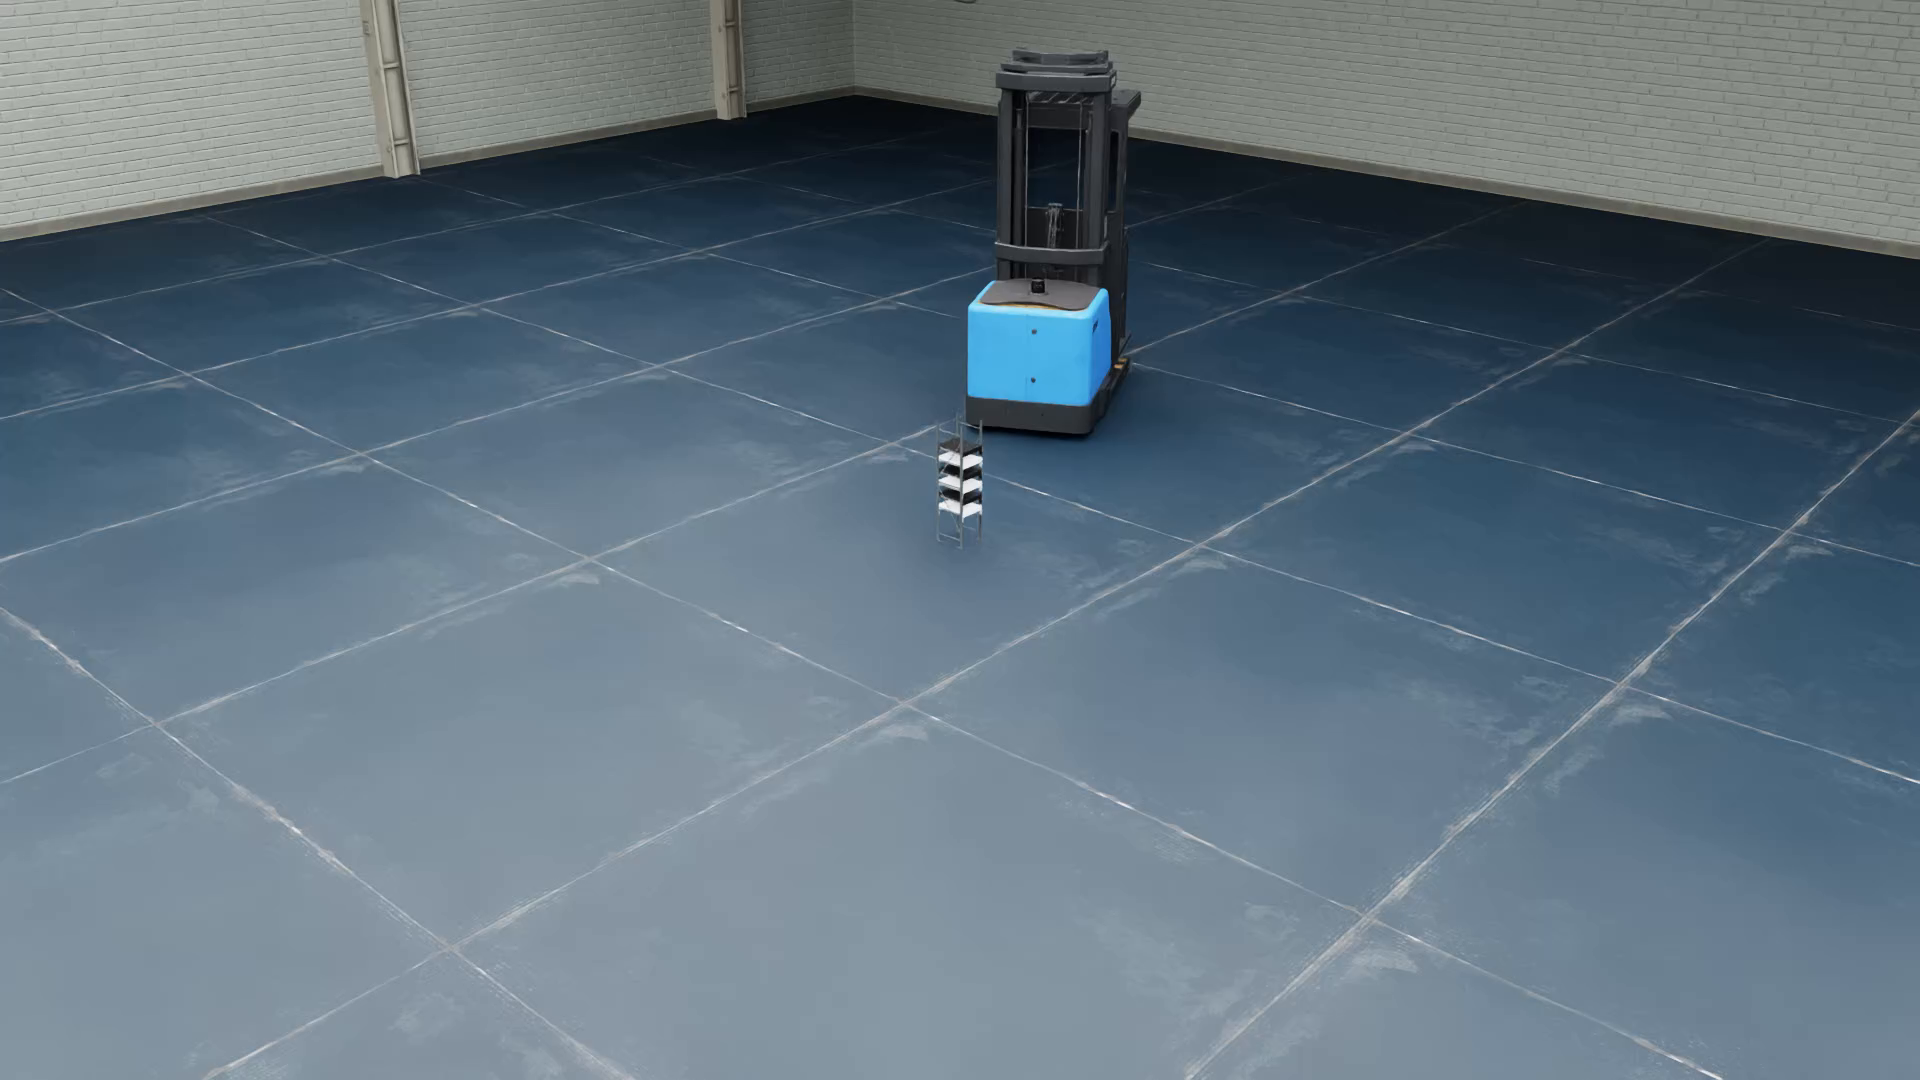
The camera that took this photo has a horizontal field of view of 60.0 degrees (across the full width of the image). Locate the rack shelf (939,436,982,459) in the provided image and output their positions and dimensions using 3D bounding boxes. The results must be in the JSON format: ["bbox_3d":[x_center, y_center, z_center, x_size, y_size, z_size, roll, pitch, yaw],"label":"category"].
[{"bbox_3d":[-0.005,-0.624,11.464,0.258,0.077,0.200,20,31,38],"label":"rack shelf"}]

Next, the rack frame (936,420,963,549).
[{"bbox_3d":[-0.073,-0.377,11.491,0.240,0.900,0.006,20,31,38],"label":"rack frame"}]

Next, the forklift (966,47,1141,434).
[{"bbox_3d":[0.915,-2.775,14.356,1.130,2.935,3.031,6,25,13],"label":"forklift"}]

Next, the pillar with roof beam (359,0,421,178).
[{"bbox_3d":[-4.523,-7.992,18.576,9.100,9.000,0.400,20,31,38],"label":"pillar with roof beam"}]

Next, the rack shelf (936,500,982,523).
[{"bbox_3d":[-0.005,-0.213,11.648,0.258,0.077,0.200,20,31,38],"label":"rack shelf"}]

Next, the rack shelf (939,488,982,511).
[{"bbox_3d":[-0.005,-0.296,11.611,0.258,0.077,0.200,20,31,38],"label":"rack shelf"}]

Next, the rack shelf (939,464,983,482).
[{"bbox_3d":[-0.005,-0.460,11.537,0.258,0.077,0.200,20,31,38],"label":"rack shelf"}]

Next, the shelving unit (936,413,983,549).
[{"bbox_3d":[-0.005,-0.408,11.560,0.258,0.900,0.210,20,31,38],"label":"shelving unit"}]

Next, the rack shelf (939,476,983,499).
[{"bbox_3d":[-0.005,-0.378,11.574,0.258,0.077,0.200,20,31,38],"label":"rack shelf"}]

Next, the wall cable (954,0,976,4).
[{"bbox_3d":[-0.773,-10.115,27.107,3.097,2.526,0.112,20,31,38],"label":"wall cable"}]

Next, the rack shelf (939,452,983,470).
[{"bbox_3d":[-0.005,-0.542,11.500,0.258,0.077,0.200,20,31,38],"label":"rack shelf"}]

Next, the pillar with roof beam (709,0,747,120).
[{"bbox_3d":[-0.518,-9.820,22.653,9.100,9.000,0.400,20,31,38],"label":"pillar with roof beam"}]

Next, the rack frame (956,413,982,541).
[{"bbox_3d":[0.062,-0.439,11.629,0.240,0.900,0.006,20,31,38],"label":"rack frame"}]
